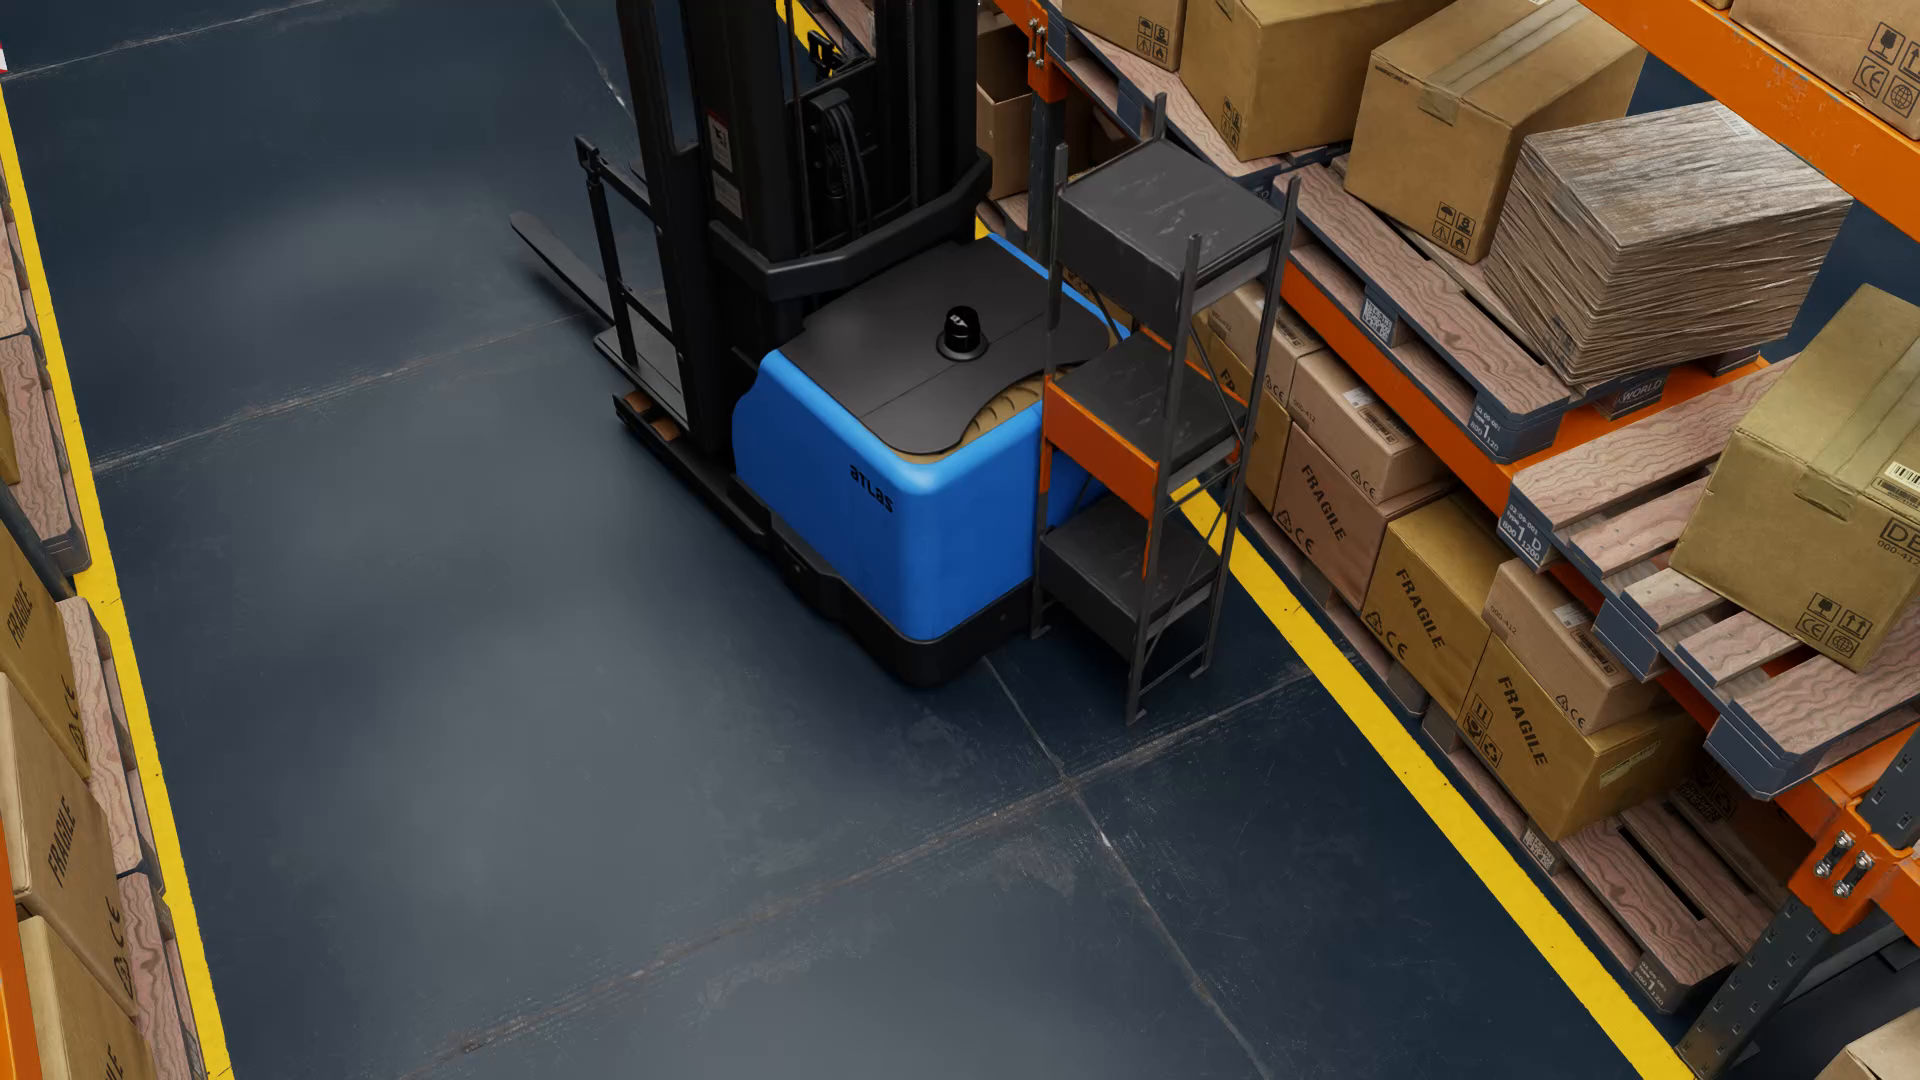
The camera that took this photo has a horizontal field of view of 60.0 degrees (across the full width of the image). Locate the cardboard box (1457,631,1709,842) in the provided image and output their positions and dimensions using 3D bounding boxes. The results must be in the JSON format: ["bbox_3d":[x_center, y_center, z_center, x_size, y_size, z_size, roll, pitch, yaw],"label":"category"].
[{"bbox_3d":[1.949,0.525,5.166,0.500,0.500,0.500,-19,52,-16],"label":"cardboard box"}]

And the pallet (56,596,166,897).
[{"bbox_3d":[-3.227,0.832,5.382,1.003,0.211,1.213,-21,52,-18],"label":"pallet"}]

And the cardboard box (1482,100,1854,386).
[{"bbox_3d":[1.949,-0.840,4.646,0.700,0.500,0.500,-12,50,-11],"label":"cardboard box"}]

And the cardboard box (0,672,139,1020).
[{"bbox_3d":[-2.825,0.977,4.552,0.750,0.750,0.750,-20,52,-16],"label":"cardboard box"}]

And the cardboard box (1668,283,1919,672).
[{"bbox_3d":[2.198,-0.162,4.053,0.500,0.500,0.700,35,58,27],"label":"cardboard box"}]

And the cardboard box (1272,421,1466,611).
[{"bbox_3d":[1.467,-0.171,5.775,0.500,0.500,0.500,-23,53,-19],"label":"cardboard box"}]

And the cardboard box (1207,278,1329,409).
[{"bbox_3d":[1.218,-0.777,5.807,0.500,0.250,0.500,-21,52,-17],"label":"cardboard box"}]

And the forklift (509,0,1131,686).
[{"bbox_3d":[-0.714,-1.505,5.620,1.130,2.935,3.031,-33,56,-25],"label":"forklift"}]

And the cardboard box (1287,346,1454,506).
[{"bbox_3d":[1.448,-0.441,5.513,0.500,0.250,0.500,-22,52,-18],"label":"cardboard box"}]

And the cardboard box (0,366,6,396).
[{"bbox_3d":[-4.125,-0.765,6.308,0.700,0.500,0.500,-22,52,-18],"label":"cardboard box"}]

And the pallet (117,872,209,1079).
[{"bbox_3d":[-2.665,1.650,4.667,1.003,0.211,1.213,-21,52,-18],"label":"pallet"}]

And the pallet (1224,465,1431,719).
[{"bbox_3d":[1.724,-0.018,6.126,1.003,0.211,1.213,-21,52,-18],"label":"pallet"}]

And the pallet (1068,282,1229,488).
[{"bbox_3d":[1.162,-0.836,6.841,1.003,0.211,1.213,-21,52,-18],"label":"pallet"}]

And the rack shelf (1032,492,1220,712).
[{"bbox_3d":[0.565,0.178,5.648,0.431,0.518,0.480,-33,56,-25],"label":"rack shelf"}]

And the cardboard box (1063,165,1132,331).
[{"bbox_3d":[0.760,-1.199,6.675,0.500,0.500,0.500,-23,53,-19],"label":"cardboard box"}]

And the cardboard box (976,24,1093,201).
[{"bbox_3d":[0.243,-1.891,7.279,0.500,0.500,0.500,-21,52,-18],"label":"cardboard box"}]

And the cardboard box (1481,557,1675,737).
[{"bbox_3d":[1.920,0.242,4.916,0.500,0.250,0.500,-19,52,-16],"label":"cardboard box"}]

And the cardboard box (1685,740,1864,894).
[{"bbox_3d":[2.632,0.667,5.042,0.500,0.500,0.500,-19,52,-16],"label":"cardboard box"}]

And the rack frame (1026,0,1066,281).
[{"bbox_3d":[0.756,-2.285,6.256,1.000,3.000,0.127,-21,52,-18],"label":"rack frame"}]

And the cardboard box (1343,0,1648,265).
[{"bbox_3d":[1.619,-1.295,5.044,0.700,0.500,0.500,-34,57,-26],"label":"cardboard box"}]

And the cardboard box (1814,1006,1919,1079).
[{"bbox_3d":[2.565,1.426,4.185,0.500,0.311,0.500,-20,52,-16],"label":"cardboard box"}]

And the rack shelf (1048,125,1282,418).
[{"bbox_3d":[0.565,-0.744,4.594,0.431,0.518,0.480,-33,56,-25],"label":"rack shelf"}]

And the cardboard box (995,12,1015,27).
[{"bbox_3d":[0.351,-2.428,7.971,0.380,0.166,0.250,-21,52,-18],"label":"cardboard box"}]

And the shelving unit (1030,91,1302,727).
[{"bbox_3d":[0.565,-0.292,5.110,0.431,2.100,0.503,-33,56,-25],"label":"shelving unit"}]

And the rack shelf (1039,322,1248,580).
[{"bbox_3d":[0.565,-0.283,5.121,0.431,0.518,0.480,-33,56,-25],"label":"rack shelf"}]

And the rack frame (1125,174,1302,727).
[{"bbox_3d":[0.723,-0.152,4.988,0.400,2.100,0.015,-33,56,-25],"label":"rack frame"}]

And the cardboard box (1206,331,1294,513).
[{"bbox_3d":[1.236,-0.509,6.071,0.500,0.500,0.500,-21,52,-17],"label":"cardboard box"}]

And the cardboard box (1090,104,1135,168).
[{"bbox_3d":[0.756,-1.900,7.413,0.500,0.311,0.500,-21,52,-18],"label":"cardboard box"}]

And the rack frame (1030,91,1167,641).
[{"bbox_3d":[0.407,-0.432,5.233,0.400,2.100,0.015,-33,56,-25],"label":"rack frame"}]

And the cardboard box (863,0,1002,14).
[{"bbox_3d":[-0.109,-2.864,8.128,0.797,0.503,0.637,-21,52,-18],"label":"cardboard box"}]

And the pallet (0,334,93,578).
[{"bbox_3d":[-3.926,-0.194,6.280,1.003,0.211,1.213,-21,52,-18],"label":"pallet"}]

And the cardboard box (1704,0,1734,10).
[{"bbox_3d":[1.885,-1.598,3.596,0.910,0.500,0.500,-21,52,-18],"label":"cardboard box"}]

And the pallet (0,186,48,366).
[{"bbox_3d":[-4.488,-1.012,6.995,1.003,0.211,1.213,-21,52,-18],"label":"pallet"}]

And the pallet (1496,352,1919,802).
[{"bbox_3d":[2.214,0.026,4.362,1.213,0.211,1.003,-21,52,-18],"label":"pallet"}]

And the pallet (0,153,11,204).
[{"bbox_3d":[-5.042,-1.827,7.708,1.003,0.211,1.213,-21,52,-18],"label":"pallet"}]

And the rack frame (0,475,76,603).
[{"bbox_3d":[-3.647,-0.576,4.761,1.000,3.000,0.127,-21,52,-18],"label":"rack frame"}]

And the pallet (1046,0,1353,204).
[{"bbox_3d":[1.024,-1.649,5.827,1.003,0.211,1.213,-21,52,-18],"label":"pallet"}]

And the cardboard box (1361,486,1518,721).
[{"bbox_3d":[1.713,0.179,5.469,0.500,0.500,0.500,-23,53,-19],"label":"cardboard box"}]

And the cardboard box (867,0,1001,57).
[{"bbox_3d":[-0.100,-2.330,7.789,0.500,0.311,0.500,-21,52,-18],"label":"cardboard box"}]

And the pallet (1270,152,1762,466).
[{"bbox_3d":[1.692,-0.845,5.124,1.003,0.211,1.213,-21,52,-18],"label":"pallet"}]

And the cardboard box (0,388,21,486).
[{"bbox_3d":[-3.898,-0.427,6.013,0.700,0.500,0.500,-21,52,-17],"label":"cardboard box"}]

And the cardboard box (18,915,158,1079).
[{"bbox_3d":[-2.432,1.544,4.056,0.750,0.750,0.750,-21,52,-18],"label":"cardboard box"}]

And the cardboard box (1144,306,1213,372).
[{"bbox_3d":[1.014,-0.846,6.366,0.500,0.500,0.500,-20,52,-17],"label":"cardboard box"}]

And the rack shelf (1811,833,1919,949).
[{"bbox_3d":[3.501,1.967,3.014,1.077,0.370,4.000,-21,52,-18],"label":"rack shelf"}]

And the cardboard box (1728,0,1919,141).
[{"bbox_3d":[2.123,-1.250,3.291,0.910,0.500,0.500,-21,52,-18],"label":"cardboard box"}]

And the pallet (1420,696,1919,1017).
[{"bbox_3d":[2.278,0.797,5.412,1.003,0.211,1.213,-21,52,-18],"label":"pallet"}]

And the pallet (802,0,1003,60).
[{"bbox_3d":[-0.120,-2.645,8.423,1.003,0.211,1.213,-21,52,-18],"label":"pallet"}]

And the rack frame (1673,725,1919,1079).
[{"bbox_3d":[2.586,0.392,3.914,1.000,3.000,0.127,-21,52,-18],"label":"rack frame"}]

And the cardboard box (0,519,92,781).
[{"bbox_3d":[-3.234,0.383,5.071,0.750,0.750,0.750,-21,52,-17],"label":"cardboard box"}]

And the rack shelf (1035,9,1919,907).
[{"bbox_3d":[1.671,-0.710,5.356,1.077,0.370,4.000,-21,52,-18],"label":"rack shelf"}]

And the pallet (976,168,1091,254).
[{"bbox_3d":[0.442,-1.827,7.708,1.003,0.211,1.213,-21,52,-18],"label":"pallet"}]

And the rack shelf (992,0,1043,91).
[{"bbox_3d":[-0.160,-3.387,7.697,1.077,0.370,4.000,-21,52,-18],"label":"rack shelf"}]

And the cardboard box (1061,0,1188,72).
[{"bbox_3d":[0.774,-2.062,5.715,0.500,0.500,0.700,35,58,27],"label":"cardboard box"}]

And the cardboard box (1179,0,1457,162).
[{"bbox_3d":[1.145,-1.624,5.332,0.700,0.500,0.500,-14,50,-12],"label":"cardboard box"}]
